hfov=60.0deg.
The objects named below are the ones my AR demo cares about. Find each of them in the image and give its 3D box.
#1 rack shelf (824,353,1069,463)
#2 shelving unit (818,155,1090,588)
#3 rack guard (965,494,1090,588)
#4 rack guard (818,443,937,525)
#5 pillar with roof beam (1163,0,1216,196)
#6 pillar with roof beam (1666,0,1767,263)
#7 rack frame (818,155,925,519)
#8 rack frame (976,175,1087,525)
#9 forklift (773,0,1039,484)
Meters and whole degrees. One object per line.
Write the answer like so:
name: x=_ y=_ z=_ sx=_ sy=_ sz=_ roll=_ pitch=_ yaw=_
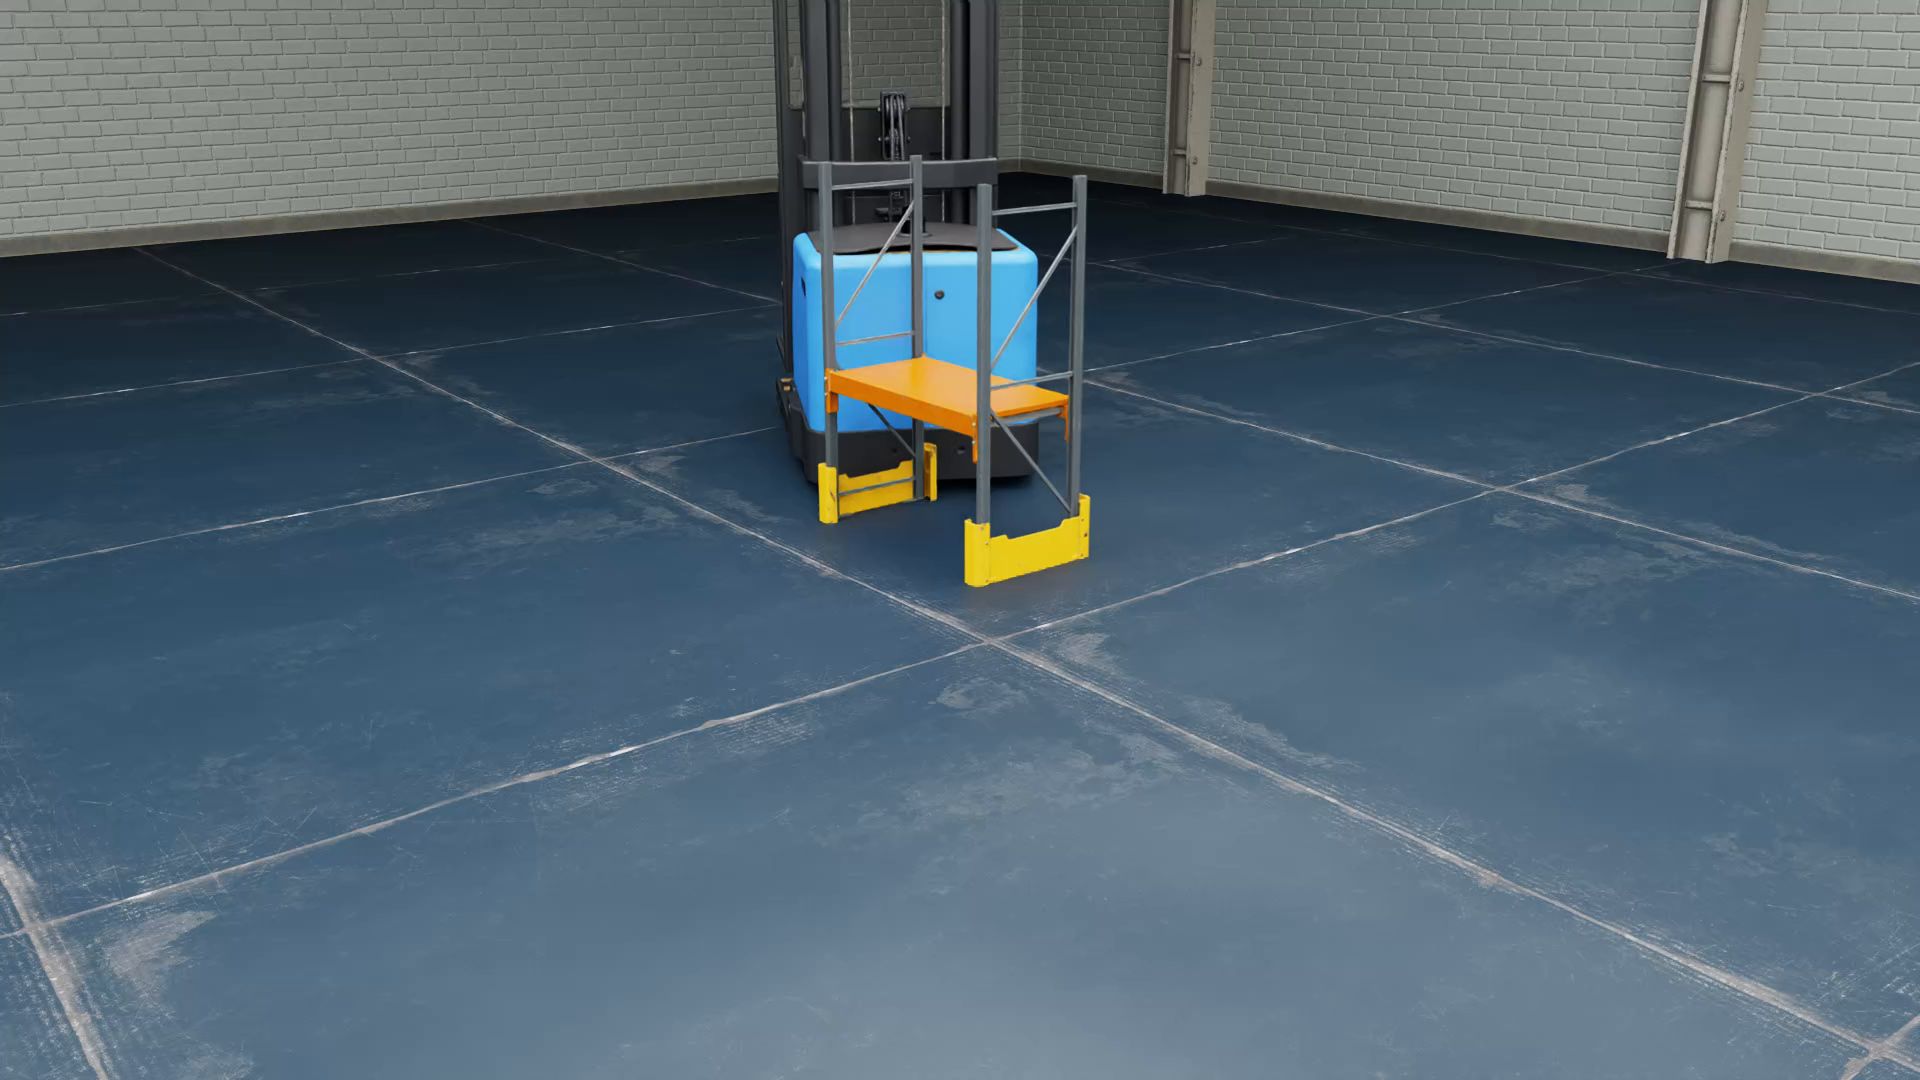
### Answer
rack shelf: x=-0.048 y=-0.550 z=6.709 sx=0.538 sy=0.185 sz=1.000 roll=-14 pitch=23 yaw=-36
shelving unit: x=-0.042 y=-0.718 z=6.646 sx=0.587 sy=1.500 sz=1.083 roll=-14 pitch=23 yaw=-36
rack guard: x=0.266 y=-0.002 z=6.471 sx=0.587 sy=0.250 sz=0.087 roll=-14 pitch=23 yaw=-36
rack guard: x=-0.351 y=-0.248 z=7.214 sx=0.587 sy=0.250 sz=0.087 roll=-14 pitch=23 yaw=-36
pillar with roof beam: x=-0.877 y=-7.282 z=14.537 sx=9.100 sy=9.000 sz=0.400 roll=-14 pitch=23 yaw=-36
pillar with roof beam: x=2.848 y=-5.803 z=10.072 sx=9.100 sy=9.000 sz=0.400 roll=-14 pitch=23 yaw=-36
rack frame: x=-0.363 y=-0.846 z=7.032 sx=0.500 sy=1.500 sz=0.032 roll=-14 pitch=23 yaw=-36
rack frame: x=0.267 y=-0.595 z=6.274 sx=0.500 sy=1.500 sz=0.032 roll=-14 pitch=23 yaw=-36
forklift: x=-0.396 y=-2.057 z=8.413 sx=1.130 sy=2.935 sz=3.031 roll=-3 pitch=19 yaw=-9
